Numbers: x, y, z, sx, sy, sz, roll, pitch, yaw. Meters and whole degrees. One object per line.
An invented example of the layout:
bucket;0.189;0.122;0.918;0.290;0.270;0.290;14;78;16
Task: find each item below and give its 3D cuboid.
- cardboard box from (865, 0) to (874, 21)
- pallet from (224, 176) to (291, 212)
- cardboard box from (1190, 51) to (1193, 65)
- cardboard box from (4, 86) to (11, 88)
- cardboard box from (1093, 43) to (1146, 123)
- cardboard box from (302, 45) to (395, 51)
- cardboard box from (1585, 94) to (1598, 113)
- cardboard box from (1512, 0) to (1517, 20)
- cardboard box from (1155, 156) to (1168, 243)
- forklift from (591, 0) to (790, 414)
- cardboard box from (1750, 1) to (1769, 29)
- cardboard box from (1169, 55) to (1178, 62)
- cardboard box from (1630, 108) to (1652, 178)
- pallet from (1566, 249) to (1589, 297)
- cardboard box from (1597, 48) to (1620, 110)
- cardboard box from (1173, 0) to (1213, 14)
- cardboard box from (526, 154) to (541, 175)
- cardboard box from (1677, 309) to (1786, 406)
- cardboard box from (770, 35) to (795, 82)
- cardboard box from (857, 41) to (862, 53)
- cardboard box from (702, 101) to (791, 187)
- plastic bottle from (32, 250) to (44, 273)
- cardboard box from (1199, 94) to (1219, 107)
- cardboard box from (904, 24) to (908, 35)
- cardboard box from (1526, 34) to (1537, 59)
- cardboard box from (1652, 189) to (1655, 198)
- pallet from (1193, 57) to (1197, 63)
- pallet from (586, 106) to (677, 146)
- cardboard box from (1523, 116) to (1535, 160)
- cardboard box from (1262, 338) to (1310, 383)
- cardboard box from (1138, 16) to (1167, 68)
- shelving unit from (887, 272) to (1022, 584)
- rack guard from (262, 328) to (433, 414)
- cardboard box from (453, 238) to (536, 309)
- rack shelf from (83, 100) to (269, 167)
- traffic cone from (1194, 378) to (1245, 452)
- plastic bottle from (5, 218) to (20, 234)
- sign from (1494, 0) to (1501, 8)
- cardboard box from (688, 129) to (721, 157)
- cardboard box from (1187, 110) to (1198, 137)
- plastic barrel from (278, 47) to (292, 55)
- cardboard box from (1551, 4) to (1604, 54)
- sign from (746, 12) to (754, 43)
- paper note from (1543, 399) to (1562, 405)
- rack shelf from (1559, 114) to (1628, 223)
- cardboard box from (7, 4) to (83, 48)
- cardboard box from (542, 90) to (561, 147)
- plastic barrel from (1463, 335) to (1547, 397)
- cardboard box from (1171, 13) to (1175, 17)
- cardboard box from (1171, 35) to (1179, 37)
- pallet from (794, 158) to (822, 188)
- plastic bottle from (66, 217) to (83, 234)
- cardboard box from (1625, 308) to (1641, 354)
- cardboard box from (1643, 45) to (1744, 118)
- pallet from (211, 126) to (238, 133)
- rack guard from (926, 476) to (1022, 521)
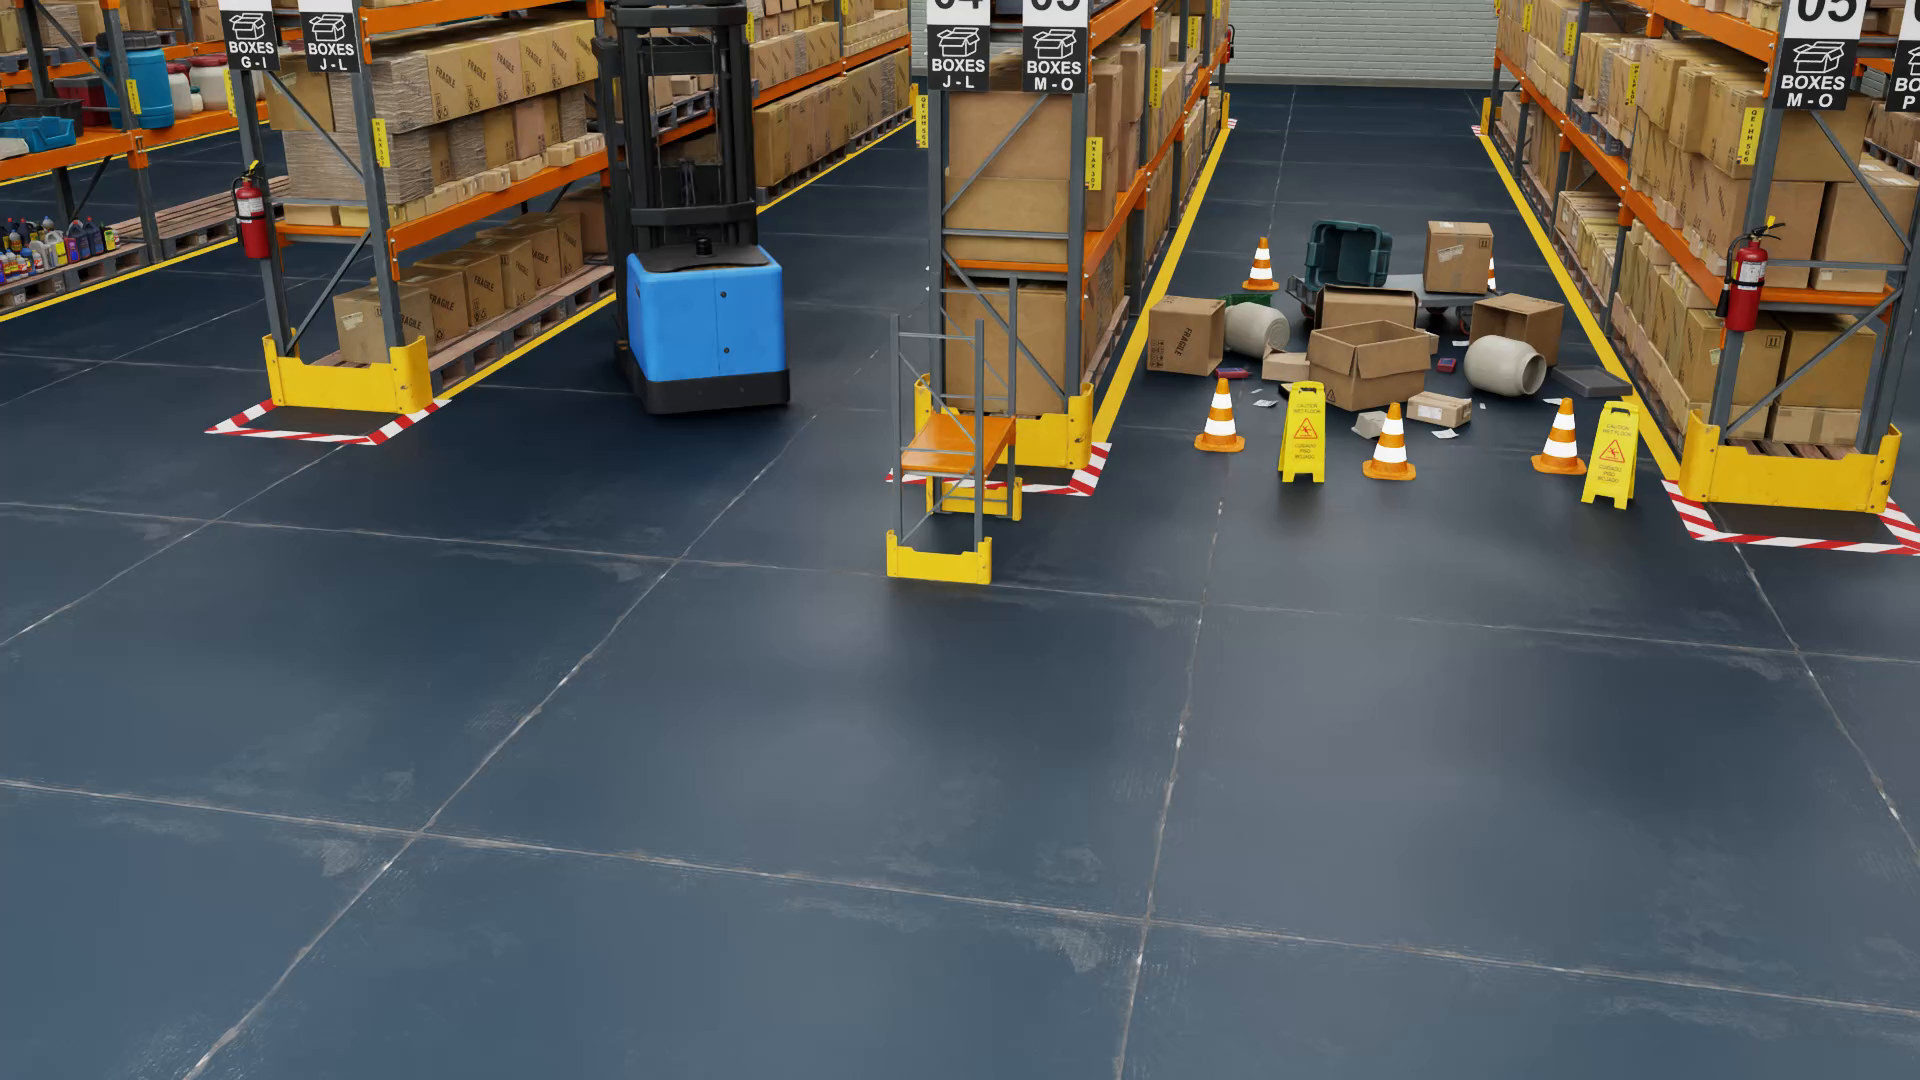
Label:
cardboard box;-1.531;-7.716;23.796;0.500;0.500;0.500;4;22;9
pallet;-7.949;-4.115;19.788;1.003;0.211;1.213;4;22;11
cardboard box;2.597;-5.800;20.015;0.380;0.149;0.250;5;23;13
cardboard box;-16.170;-7.579;27.441;0.700;0.500;0.500;5;22;12
cardboard box;1.007;-3.661;13.283;0.875;0.550;0.550;4;22;11
cardboard box;-4.570;-3.437;12.502;0.500;0.500;0.500;4;22;11
cardboard box;6.281;-4.233;16.123;0.380;0.149;0.250;5;22;11
cardboard box;7.756;-7.277;22.435;0.500;0.500;0.500;5;22;11
cardboard box;1.543;-3.512;17.007;1.050;0.750;0.750;5;22;12
forklift;-2.172;-2.780;12.833;1.130;2.935;3.031;-7;23;-16
cardboard box;4.982;-3.150;9.981;0.380;0.149;0.250;5;22;11
cardboard box;2.226;-5.274;18.309;0.380;0.149;0.250;5;23;13
cardboard box;5.618;-3.138;13.097;0.500;0.500;0.500;4;22;11
pallet;6.385;-2.532;15.857;1.003;0.211;1.213;4;22;11
cardboard box;6.168;-4.220;15.222;0.500;0.500;0.500;4;22;9
cardboard box;3.077;-7.154;21.730;0.500;0.500;0.500;5;22;12
cardboard box;-3.780;-3.177;14.064;0.380;0.149;0.250;4;22;11
cardboard box;5.073;-1.210;10.958;0.500;0.500;0.500;5;22;11
cardboard box;-2.335;-5.891;20.332;0.500;0.500;0.500;4;22;10
cardboard box;-1.596;-6.933;23.389;0.380;0.149;0.250;5;23;13
cardboard box;-2.743;-4.771;19.967;1.225;0.875;0.875;3;22;8
plastic bottle;-8.558;-2.582;15.406;0.097;0.201;0.097;0;22;0
cardboard box;3.552;-6.373;24.120;0.380;0.149;0.250;5;23;13
cardboard box;-1.022;-7.965;25.952;0.380;0.149;0.250;5;22;12
cardboard box;7.247;-6.042;20.371;0.500;0.250;0.500;4;22;9
cardboard box;5.577;-2.690;12.853;0.380;0.149;0.250;4;22;11
pallet;2.448;-6.002;20.997;1.003;0.211;1.213;4;22;11
pallet;-3.422;-4.028;16.096;1.003;0.211;1.213;4;22;11
cardboard box;7.846;-5.246;21.733;0.875;0.438;0.875;4;22;10
cardboard box;2.567;-1.396;12.964;0.396;0.266;0.258;8;23;20
cardboard box;1.727;-5.058;16.925;0.700;0.500;0.500;4;22;10
shelving unit;-0.016;-0.668;9.504;0.587;1.500;1.083;4;22;11
rack guard;-4.521;-1.254;12.297;1.175;0.500;0.348;4;22;11
cardboard box;-4.001;-2.297;14.326;0.500;0.500;0.500;2;22;6
rack shelf;-8.161;-4.624;18.282;1.077;0.370;4.000;4;22;11
traffic cone;1.797;-0.880;11.418;0.336;0.463;0.334;4;22;11
plastic bottle;-9.140;-2.938;16.089;0.144;0.351;0.185;5;22;12
sign;7.887;-7.964;24.349;0.100;0.325;0.005;4;22;11
cardboard box;-3.012;-4.456;18.657;0.500;0.250;0.500;5;23;13
cardboard box;2.630;-5.069;20.205;0.500;0.250;0.500;3;22;9
plastic barrel;-7.754;-5.348;18.968;0.421;0.512;0.421;0;22;0
cardboard box;6.851;-5.644;18.381;0.500;0.500;0.500;4;22;11
sign;-2.371;-5.774;18.730;0.100;0.325;0.005;4;22;11
paper note;4.444;-1.038;12.390;0.142;0.019;0.148;-3;22;-8
rack shelf;6.389;-3.491;15.469;1.077;0.370;4.000;4;22;11
cardboard box;-12.210;-6.868;22.195;0.700;0.500;0.500;9;24;21
cardboard box;-4.010;-3.693;14.475;0.875;0.500;0.500;4;22;11
plastic barrel;4.104;-1.306;12.529;0.421;0.421;0.512;-16;27;-35
cardboard box;2.569;-6.742;22.046;0.500;0.500;0.500;4;22;11
cardboard box;2.321;-5.592;18.702;0.380;0.149;0.250;4;22;11
pallet;-2.419;-4.745;21.353;1.003;0.211;1.213;4;22;11
plastic bottle;-8.560;-2.955;16.132;0.144;0.351;0.185;4;22;11
cardboard box;5.498;-1.621;12.982;0.500;0.250;0.500;6;23;14
cardboard box;5.553;-3.412;12.439;0.700;0.500;0.500;5;22;11
pallet;-11.644;-6.488;25.681;1.003;0.211;1.213;4;22;11
rack guard;0.086;-0.270;10.190;0.587;0.250;0.087;4;22;11
